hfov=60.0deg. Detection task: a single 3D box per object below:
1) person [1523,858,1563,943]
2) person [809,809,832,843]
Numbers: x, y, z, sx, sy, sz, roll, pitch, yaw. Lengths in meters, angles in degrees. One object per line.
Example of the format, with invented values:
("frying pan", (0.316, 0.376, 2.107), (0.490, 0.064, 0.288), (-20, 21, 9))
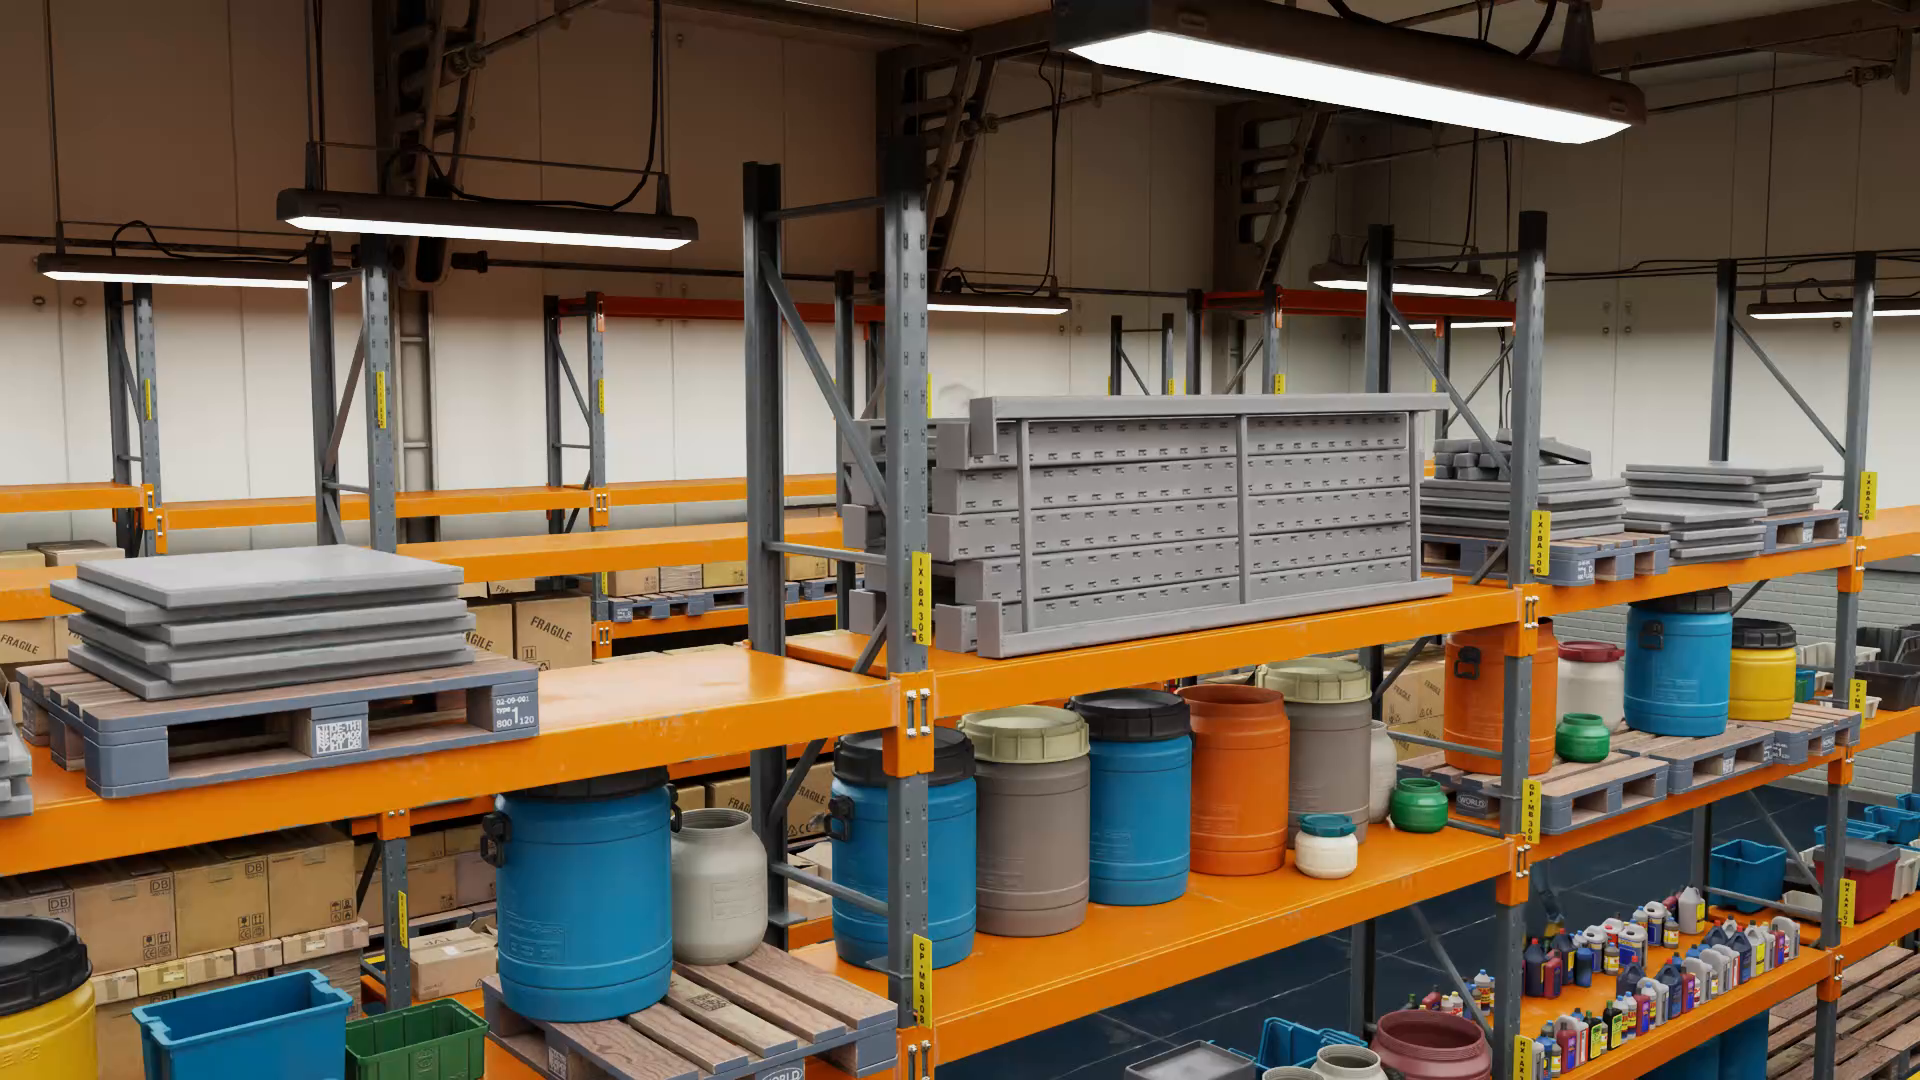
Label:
("person", (5.200, 2.827, 15.229), (0.780, 1.815, 0.695), (-5, 8, -44))
("person", (-1.046, 2.787, 15.458), (0.596, 1.740, 0.648), (-5, 8, -44))
